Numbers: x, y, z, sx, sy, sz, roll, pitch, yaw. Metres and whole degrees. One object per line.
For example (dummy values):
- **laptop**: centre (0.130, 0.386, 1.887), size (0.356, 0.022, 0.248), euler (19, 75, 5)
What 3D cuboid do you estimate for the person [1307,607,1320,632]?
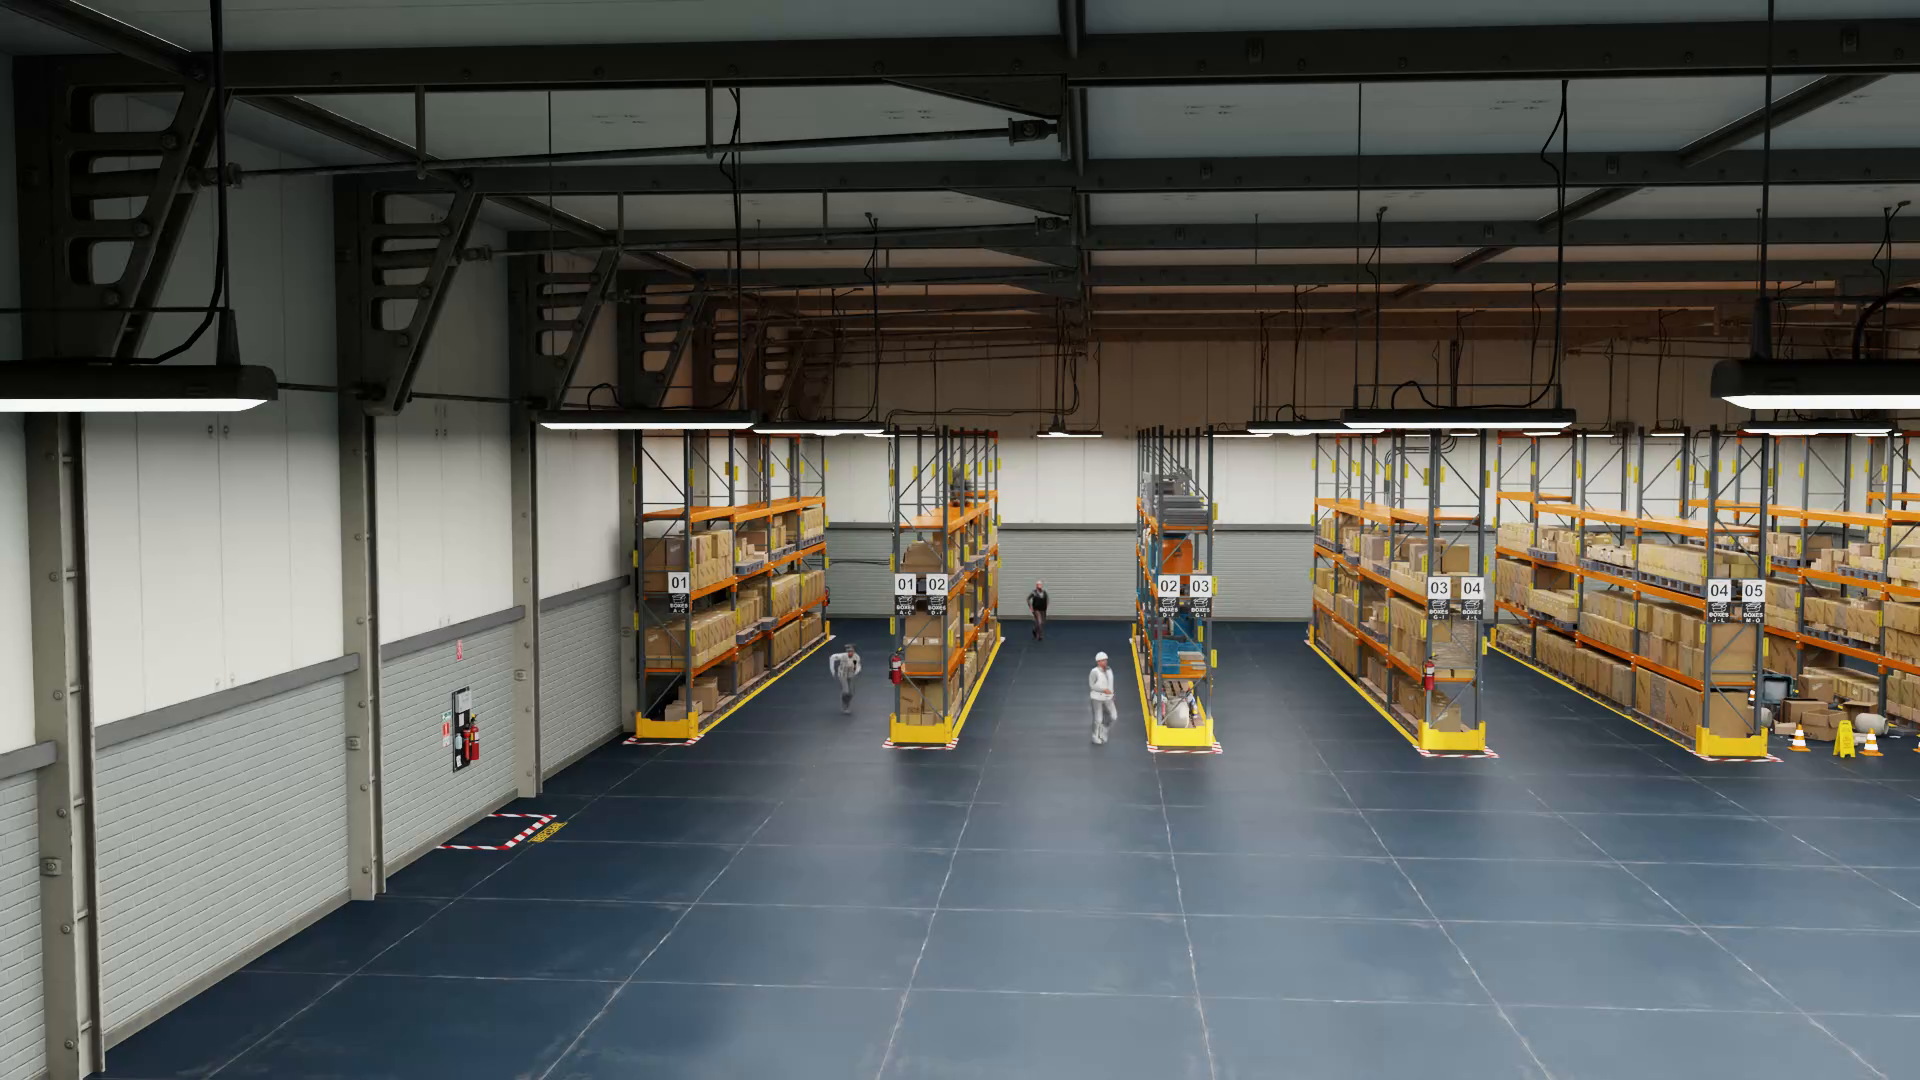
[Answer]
- **person**: centre (10.476, 1.993, 47.969), size (0.922, 1.660, 0.602), euler (2, 4, 36)

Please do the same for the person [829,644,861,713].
- **person**: centre (-2.383, 2.895, 34.644), size (0.645, 1.496, 0.797), euler (-1, 4, -19)

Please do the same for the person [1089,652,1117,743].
- **person**: centre (2.699, 2.966, 31.226), size (0.633, 1.728, 0.720), euler (-2, 4, -29)

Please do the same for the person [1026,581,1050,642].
- **person**: centre (2.256, 2.039, 47.441), size (0.690, 1.730, 0.798), euler (-2, 4, -24)

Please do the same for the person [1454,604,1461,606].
- **person**: centre (13.784, 2.060, 46.789), size (0.641, 1.699, 0.722), euler (-2, 4, -29)
